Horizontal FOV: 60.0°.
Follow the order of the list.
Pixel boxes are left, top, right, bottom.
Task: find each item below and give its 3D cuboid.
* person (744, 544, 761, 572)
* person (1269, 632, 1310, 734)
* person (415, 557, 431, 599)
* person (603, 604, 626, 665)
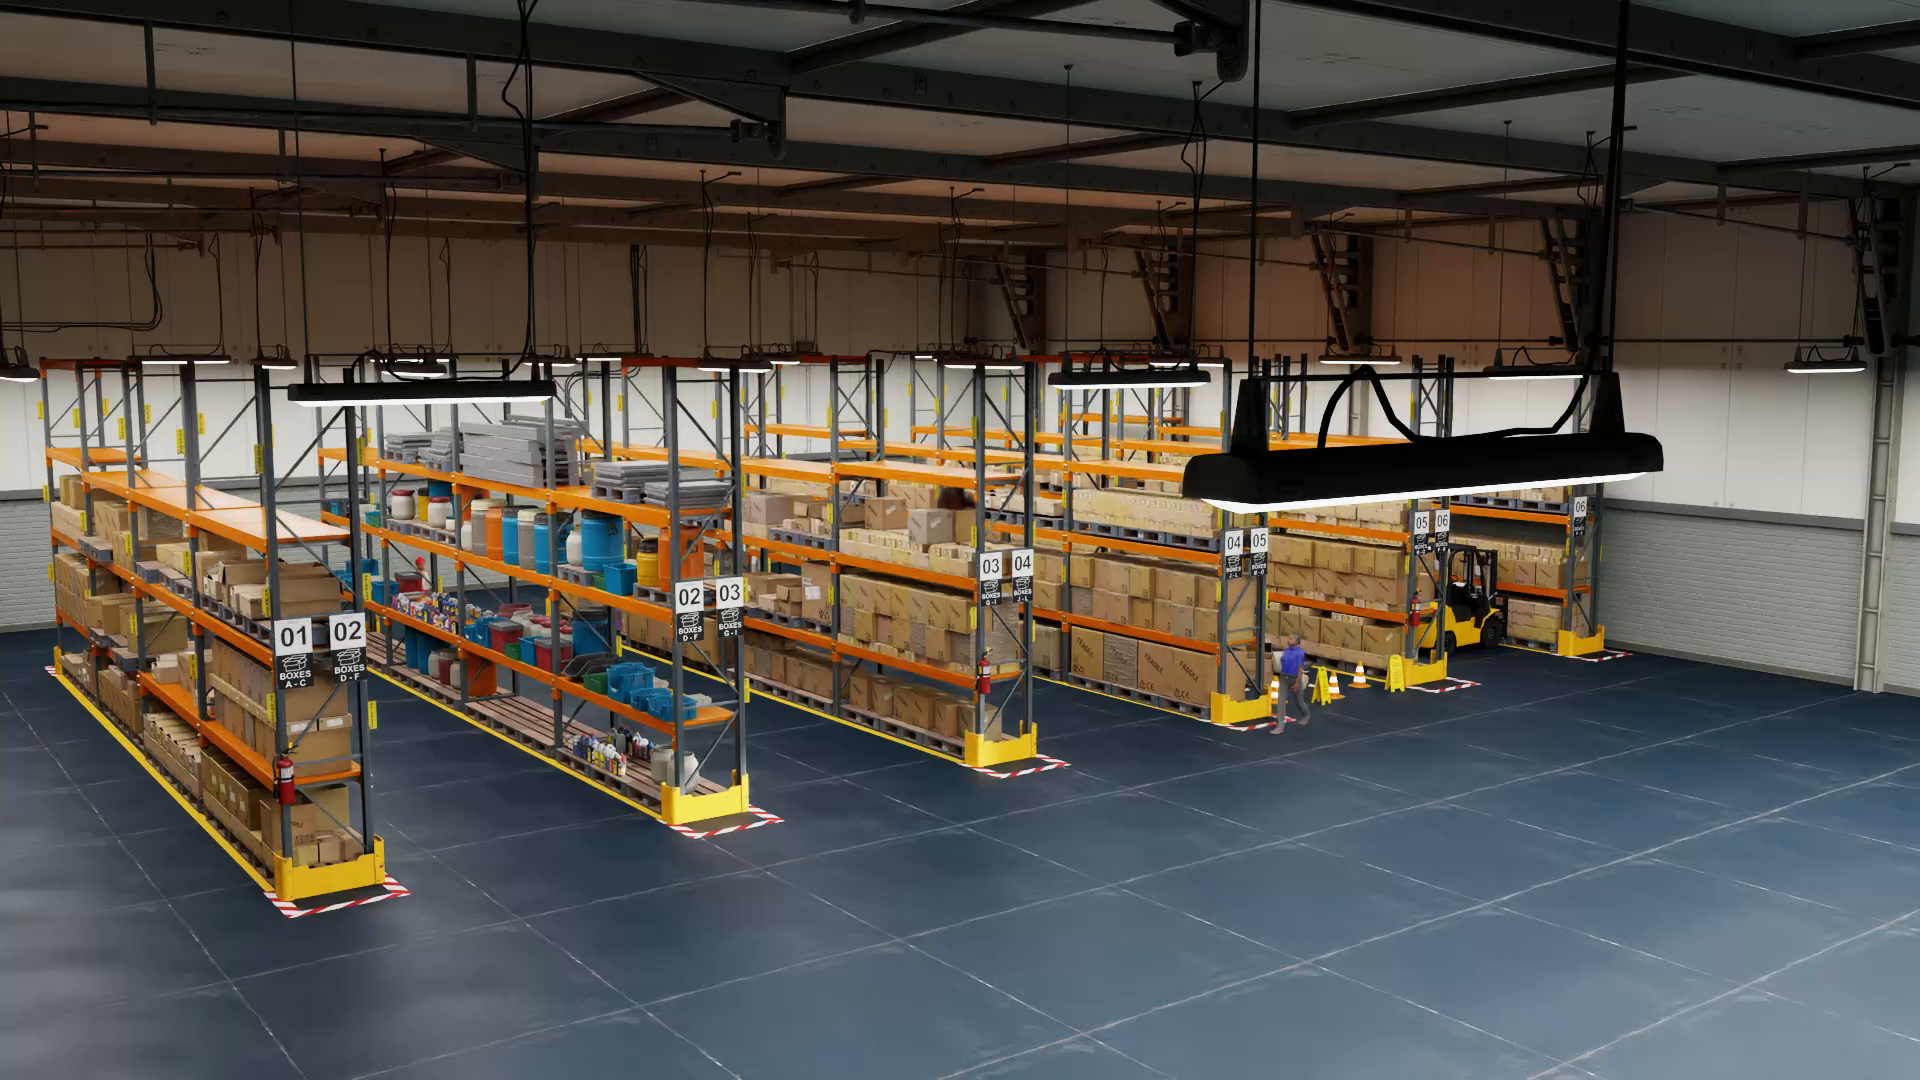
[{"bbox_3d":[-5.153,0.391,42.152,0.602,1.786,0.522,-6,9,-40],"label":"person"},{"bbox_3d":[5.367,2.299,26.935,0.419,1.613,0.915,4,8,30],"label":"person"},{"bbox_3d":[-11.273,1.246,35.021,0.566,1.788,0.575,1,7,4],"label":"person"},{"bbox_3d":[-6.722,1.706,32.204,0.450,1.541,0.962,-5,8,-35],"label":"person"}]
